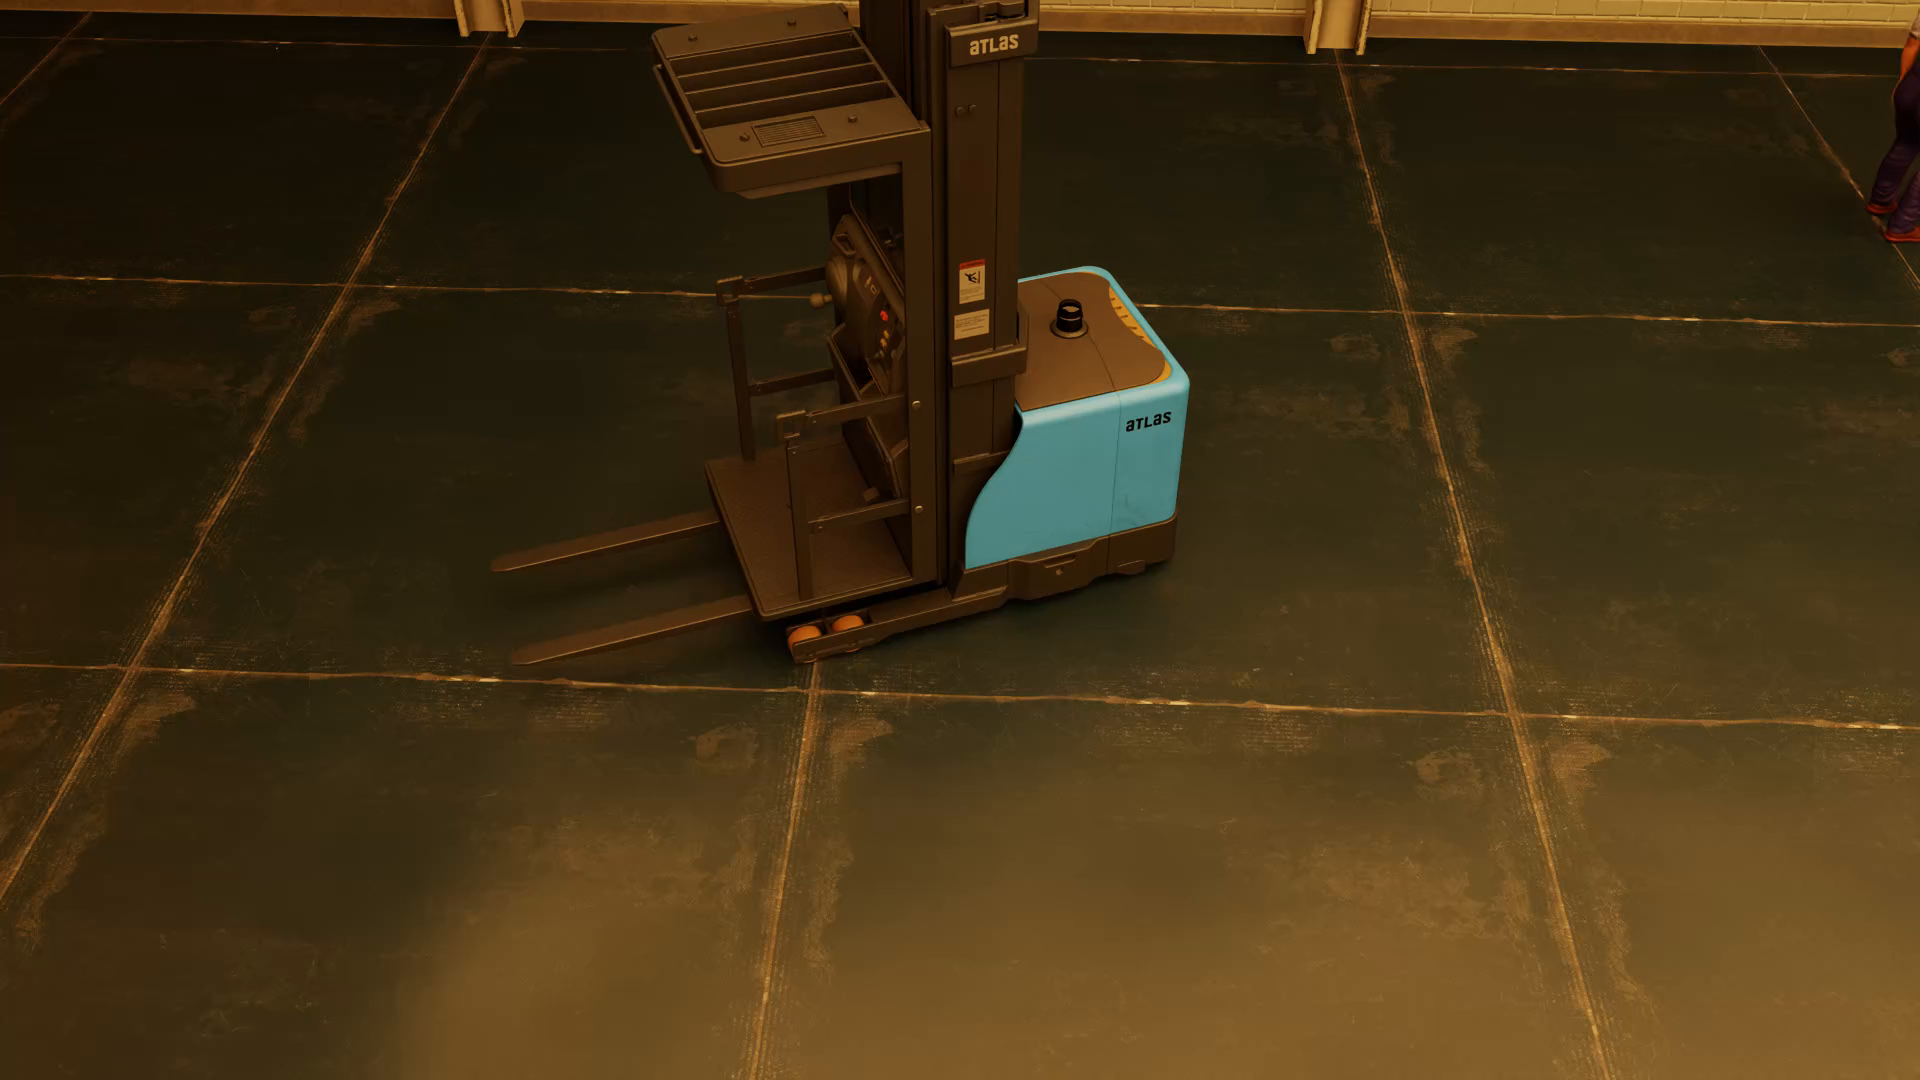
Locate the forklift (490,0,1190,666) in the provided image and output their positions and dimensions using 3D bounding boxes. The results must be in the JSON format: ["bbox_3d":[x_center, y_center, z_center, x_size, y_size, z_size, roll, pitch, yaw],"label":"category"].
[{"bbox_3d":[-0.573,-0.945,6.778,3.031,2.935,1.130,-13,44,-14],"label":"forklift"}]

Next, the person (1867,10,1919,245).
[{"bbox_3d":[5.607,-2.506,9.437,0.484,1.658,0.580,-10,43,-11],"label":"person"}]
